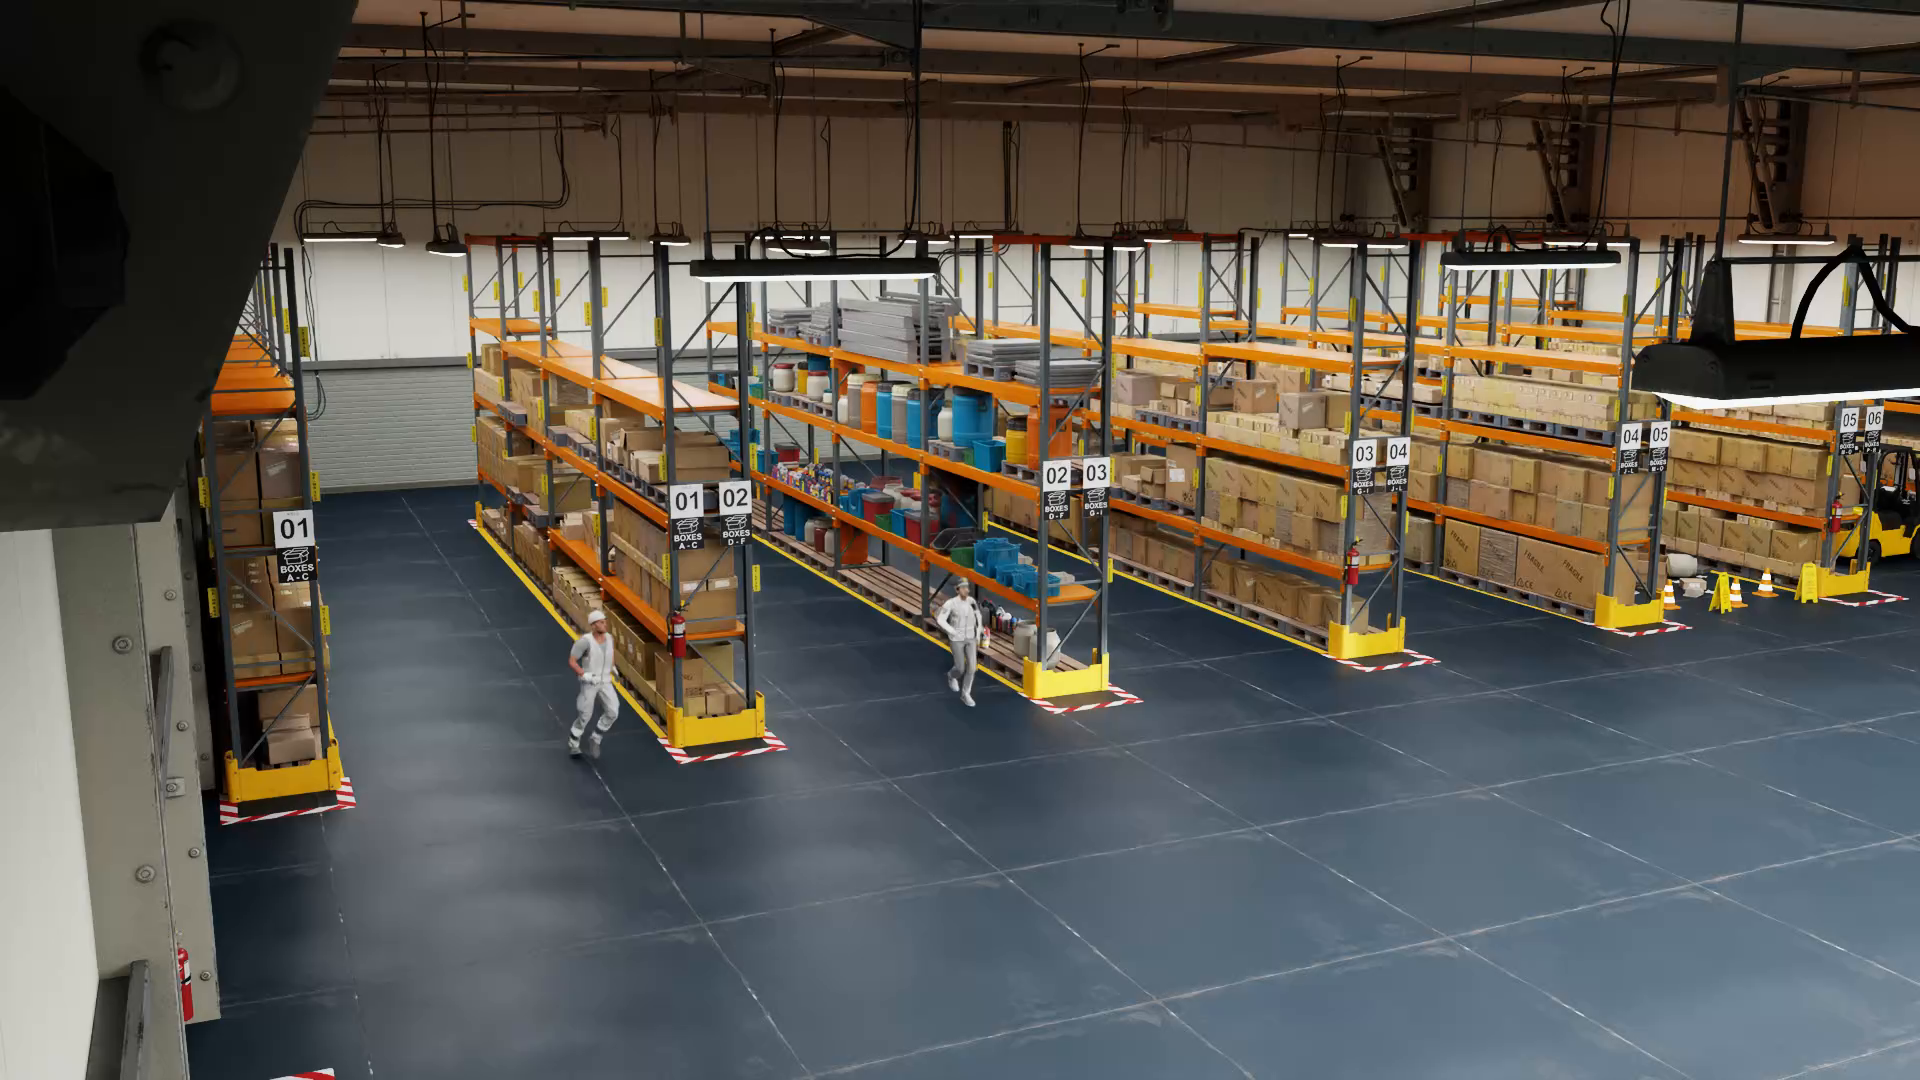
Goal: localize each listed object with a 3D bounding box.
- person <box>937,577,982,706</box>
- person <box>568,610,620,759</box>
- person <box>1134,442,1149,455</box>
[{"bbox_3d":[0.019,1.296,21.778,0.658,1.679,0.624,-5,12,-23],"label":"person"},{"bbox_3d":[-4.297,1.709,19.745,0.720,1.761,0.628,-11,15,-43],"label":"person"},{"bbox_3d":[4.573,-2.553,41.924,0.892,1.747,0.669,7,13,31],"label":"person"}]
